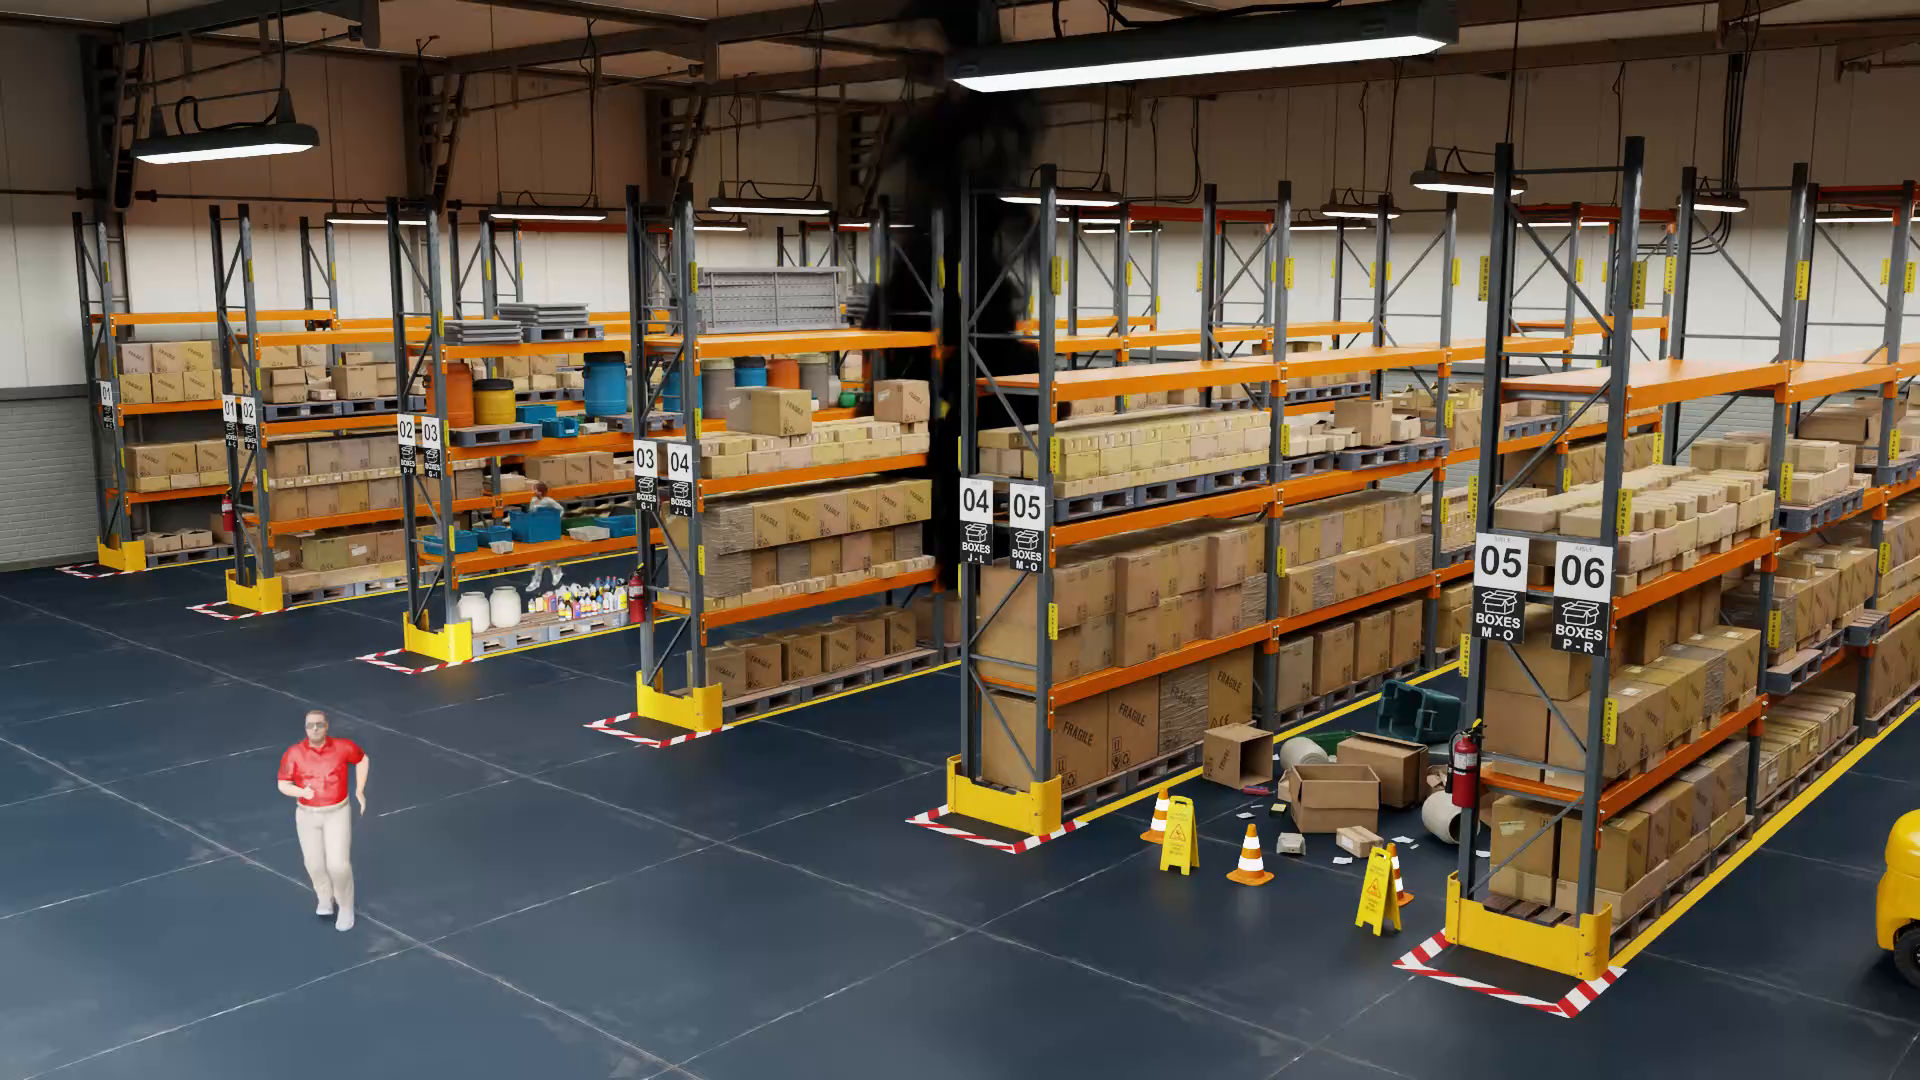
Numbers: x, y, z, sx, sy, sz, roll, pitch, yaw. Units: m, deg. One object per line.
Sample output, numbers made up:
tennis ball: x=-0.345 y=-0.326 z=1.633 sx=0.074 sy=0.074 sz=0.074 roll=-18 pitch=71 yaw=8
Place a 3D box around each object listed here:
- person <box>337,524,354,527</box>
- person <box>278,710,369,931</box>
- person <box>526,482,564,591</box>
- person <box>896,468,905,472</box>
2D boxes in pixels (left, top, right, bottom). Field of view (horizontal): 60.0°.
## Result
person: x=-10.281 y=-0.323 z=27.912 sx=0.676 sy=1.741 sz=0.961 roll=7 pitch=12 yaw=37
person: x=-4.963 y=2.197 z=12.984 sx=0.637 sy=1.770 sz=0.736 roll=-2 pitch=10 yaw=-12
person: x=-6.284 y=-0.075 z=25.000 sx=0.537 sy=1.614 sz=0.810 roll=6 pitch=11 yaw=31
person: x=-1.078 y=-1.214 z=33.205 sx=0.635 sy=1.815 sz=0.841 roll=7 pitch=12 yaw=38
